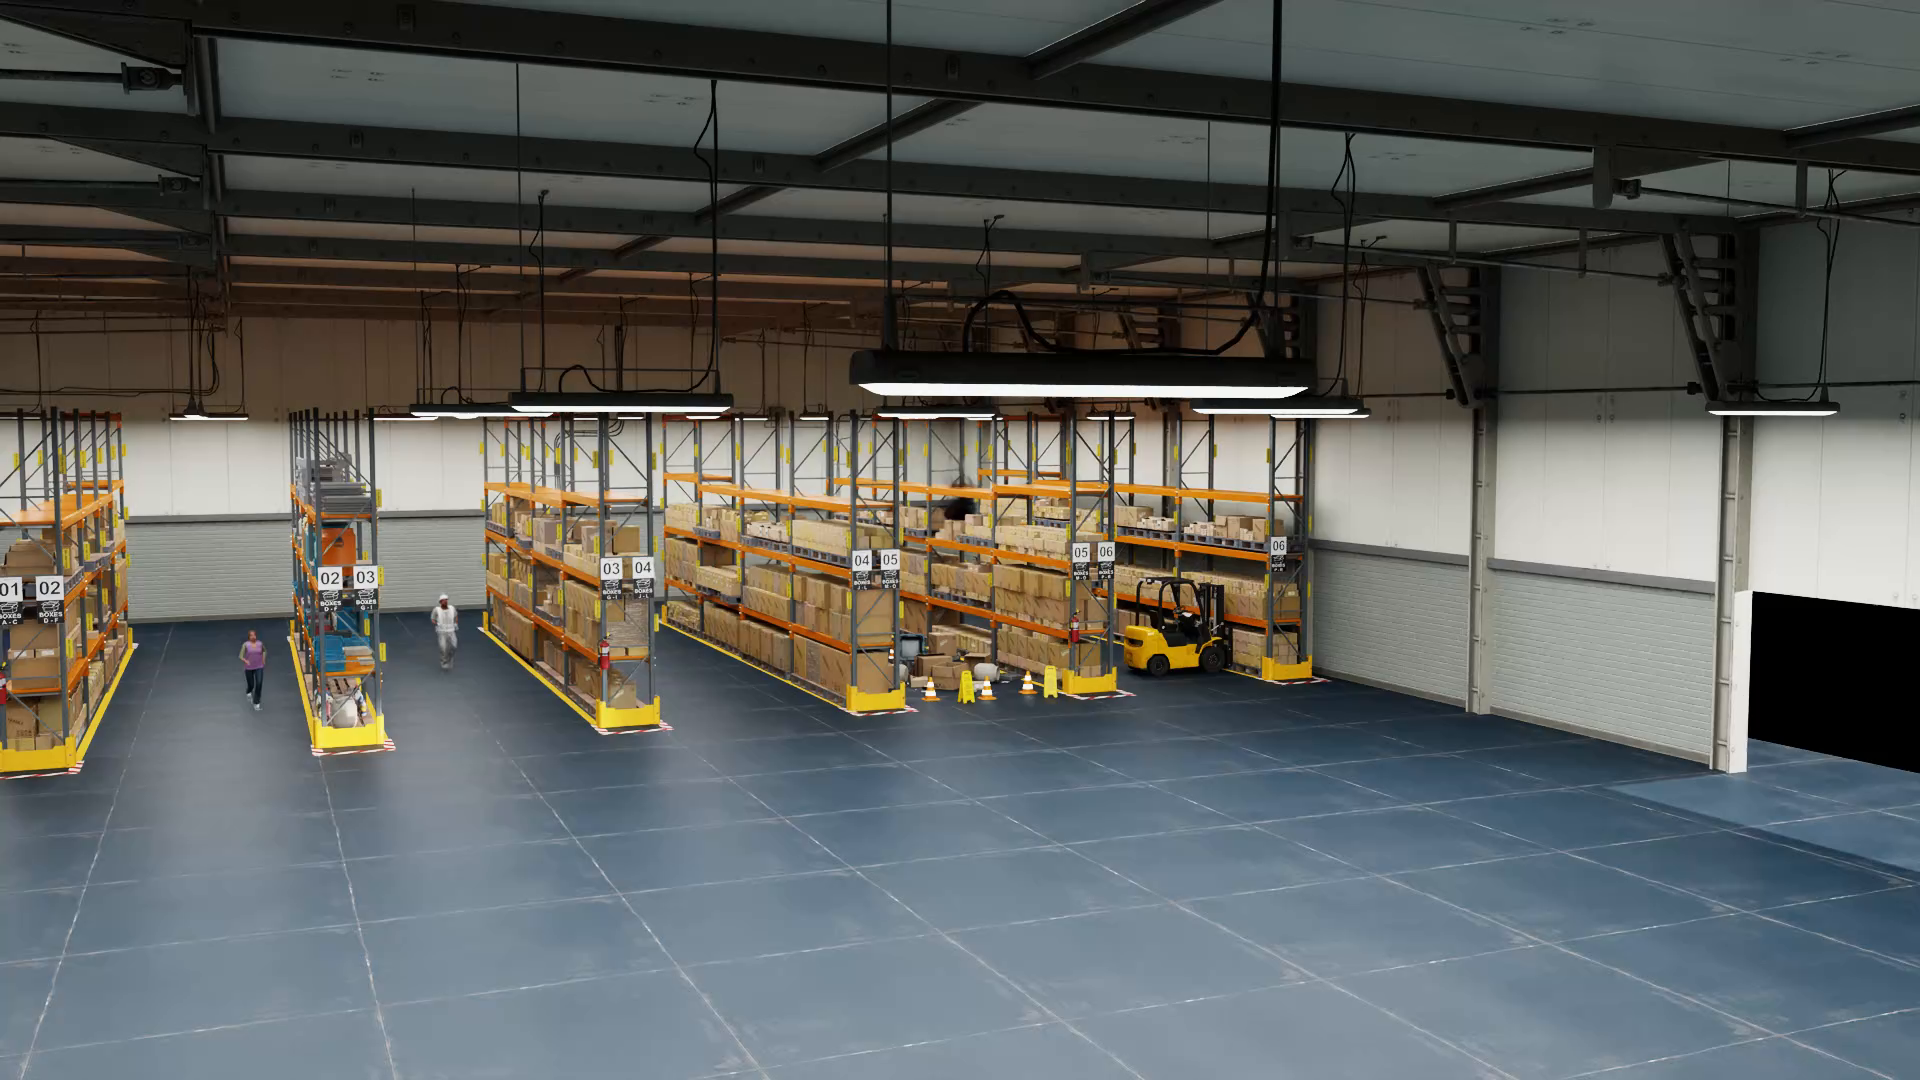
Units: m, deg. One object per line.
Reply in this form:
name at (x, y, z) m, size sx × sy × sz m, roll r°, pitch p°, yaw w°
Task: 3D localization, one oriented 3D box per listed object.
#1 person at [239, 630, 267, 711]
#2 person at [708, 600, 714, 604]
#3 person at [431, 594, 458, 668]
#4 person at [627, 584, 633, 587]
person at (-14.203, 2.598, 33.438) m, size 0.538 × 1.596 × 0.812 m, roll -2°, pitch 5°, yaw -32°
person at (-7.286, 1.356, 49.897) m, size 1.042 × 1.735 × 0.691 m, roll -2°, pitch 4°, yaw -24°
person at (-11.921, 2.132, 38.597) m, size 0.653 × 1.735 × 0.615 m, roll -2°, pitch 5°, yaw -30°
person at (-9.683, 1.538, 47.904) m, size 0.758 × 1.632 × 1.109 m, roll 3°, pitch 5°, yaw 37°
